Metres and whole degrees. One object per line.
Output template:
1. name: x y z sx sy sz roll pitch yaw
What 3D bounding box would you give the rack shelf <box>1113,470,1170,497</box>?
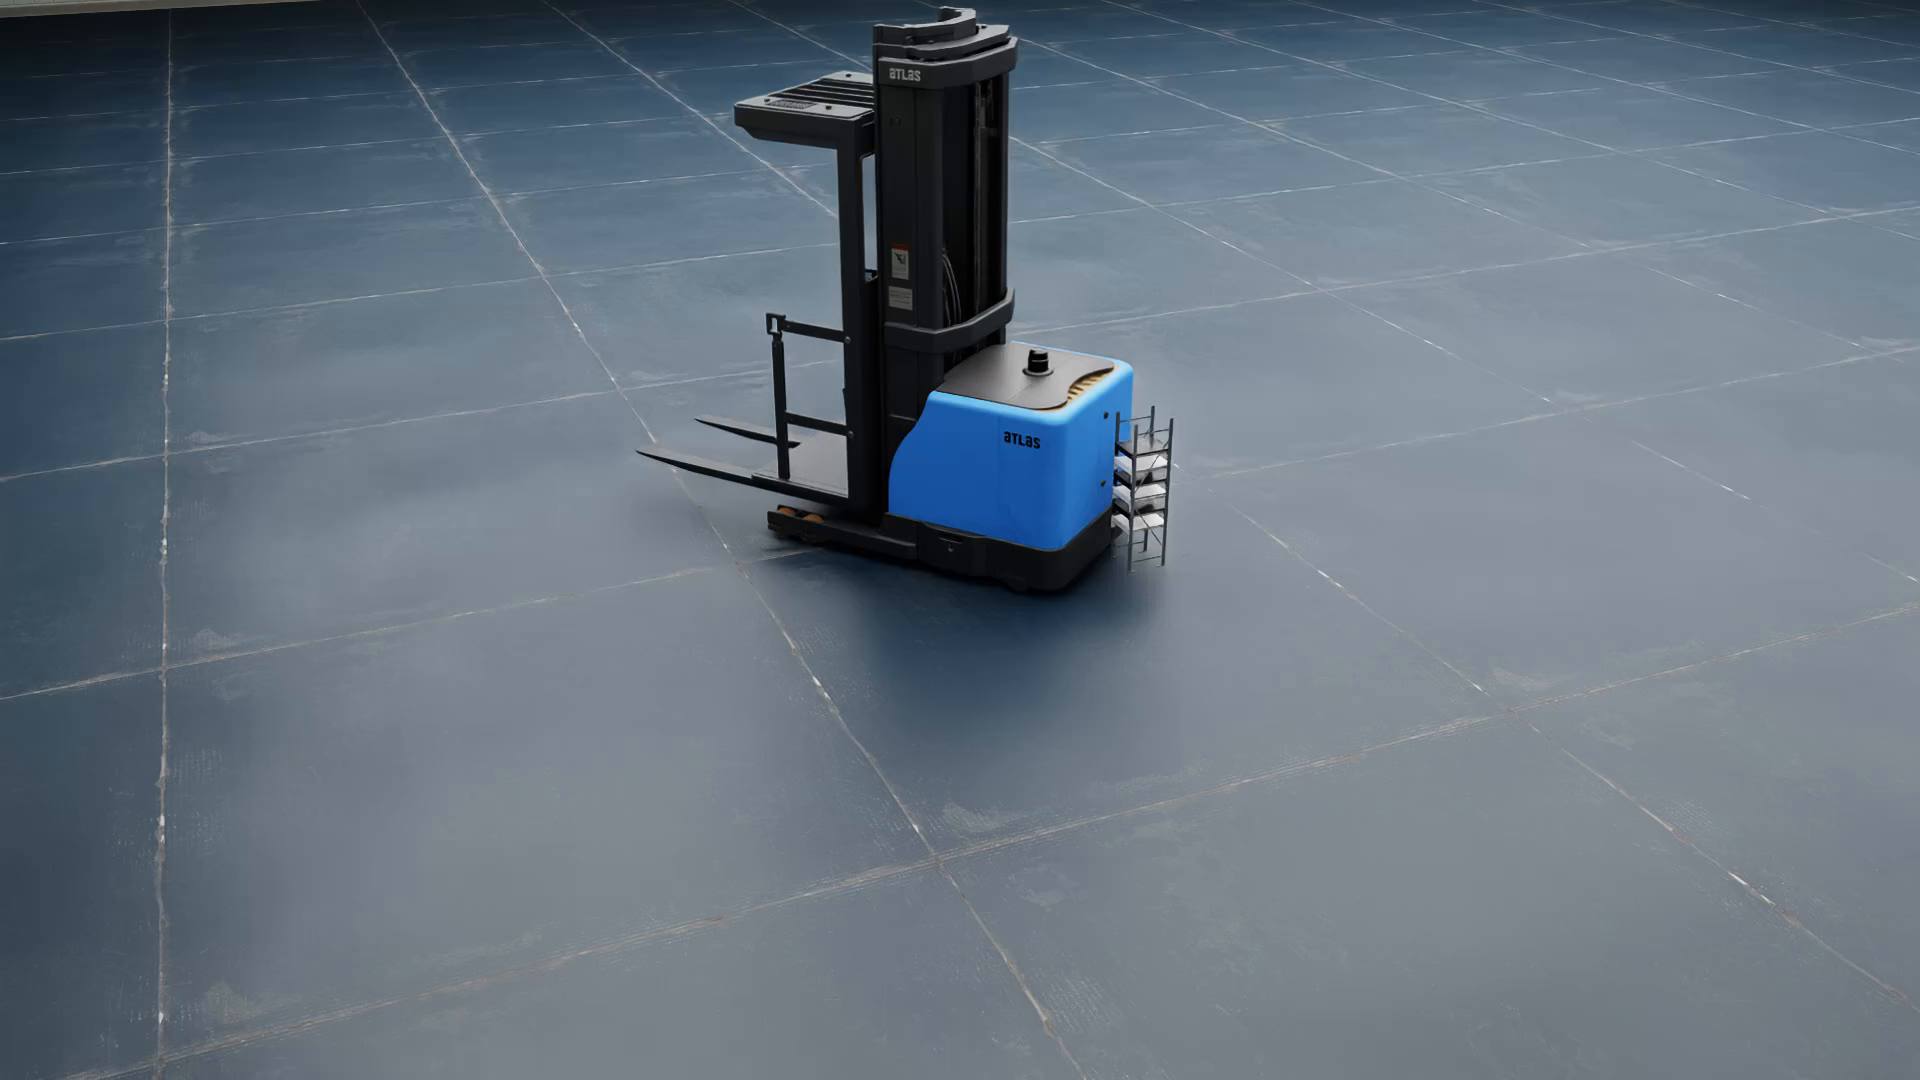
1. rack shelf: 1.012 -0.331 9.272 0.258 0.077 0.200 -11 28 -21

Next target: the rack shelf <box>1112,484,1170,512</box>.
1. rack shelf: 1.012 -0.250 9.312 0.258 0.077 0.200 -11 28 -21

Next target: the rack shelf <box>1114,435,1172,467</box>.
1. rack shelf: 1.012 -0.492 9.194 0.258 0.077 0.200 -11 28 -21

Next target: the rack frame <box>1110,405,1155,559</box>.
1. rack frame: 0.971 -0.321 9.381 0.240 0.900 0.006 -11 28 -21

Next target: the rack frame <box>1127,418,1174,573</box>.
1. rack frame: 1.053 -0.239 9.214 0.240 0.900 0.006 -11 28 -21

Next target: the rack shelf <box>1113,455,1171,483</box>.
1. rack shelf: 1.012 -0.412 9.233 0.258 0.077 0.200 -11 28 -21

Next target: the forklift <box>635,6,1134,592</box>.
1. forklift: -0.548 -1.484 9.450 3.031 2.935 1.130 14 29 26

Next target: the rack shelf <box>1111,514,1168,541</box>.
1. rack shelf: 1.012 -0.088 9.391 0.258 0.077 0.200 -11 28 -21

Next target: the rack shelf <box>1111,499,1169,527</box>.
1. rack shelf: 1.012 -0.169 9.351 0.258 0.077 0.200 -11 28 -21

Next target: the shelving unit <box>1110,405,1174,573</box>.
1. shelving unit: 1.012 -0.280 9.297 0.258 0.900 0.210 -11 28 -21
